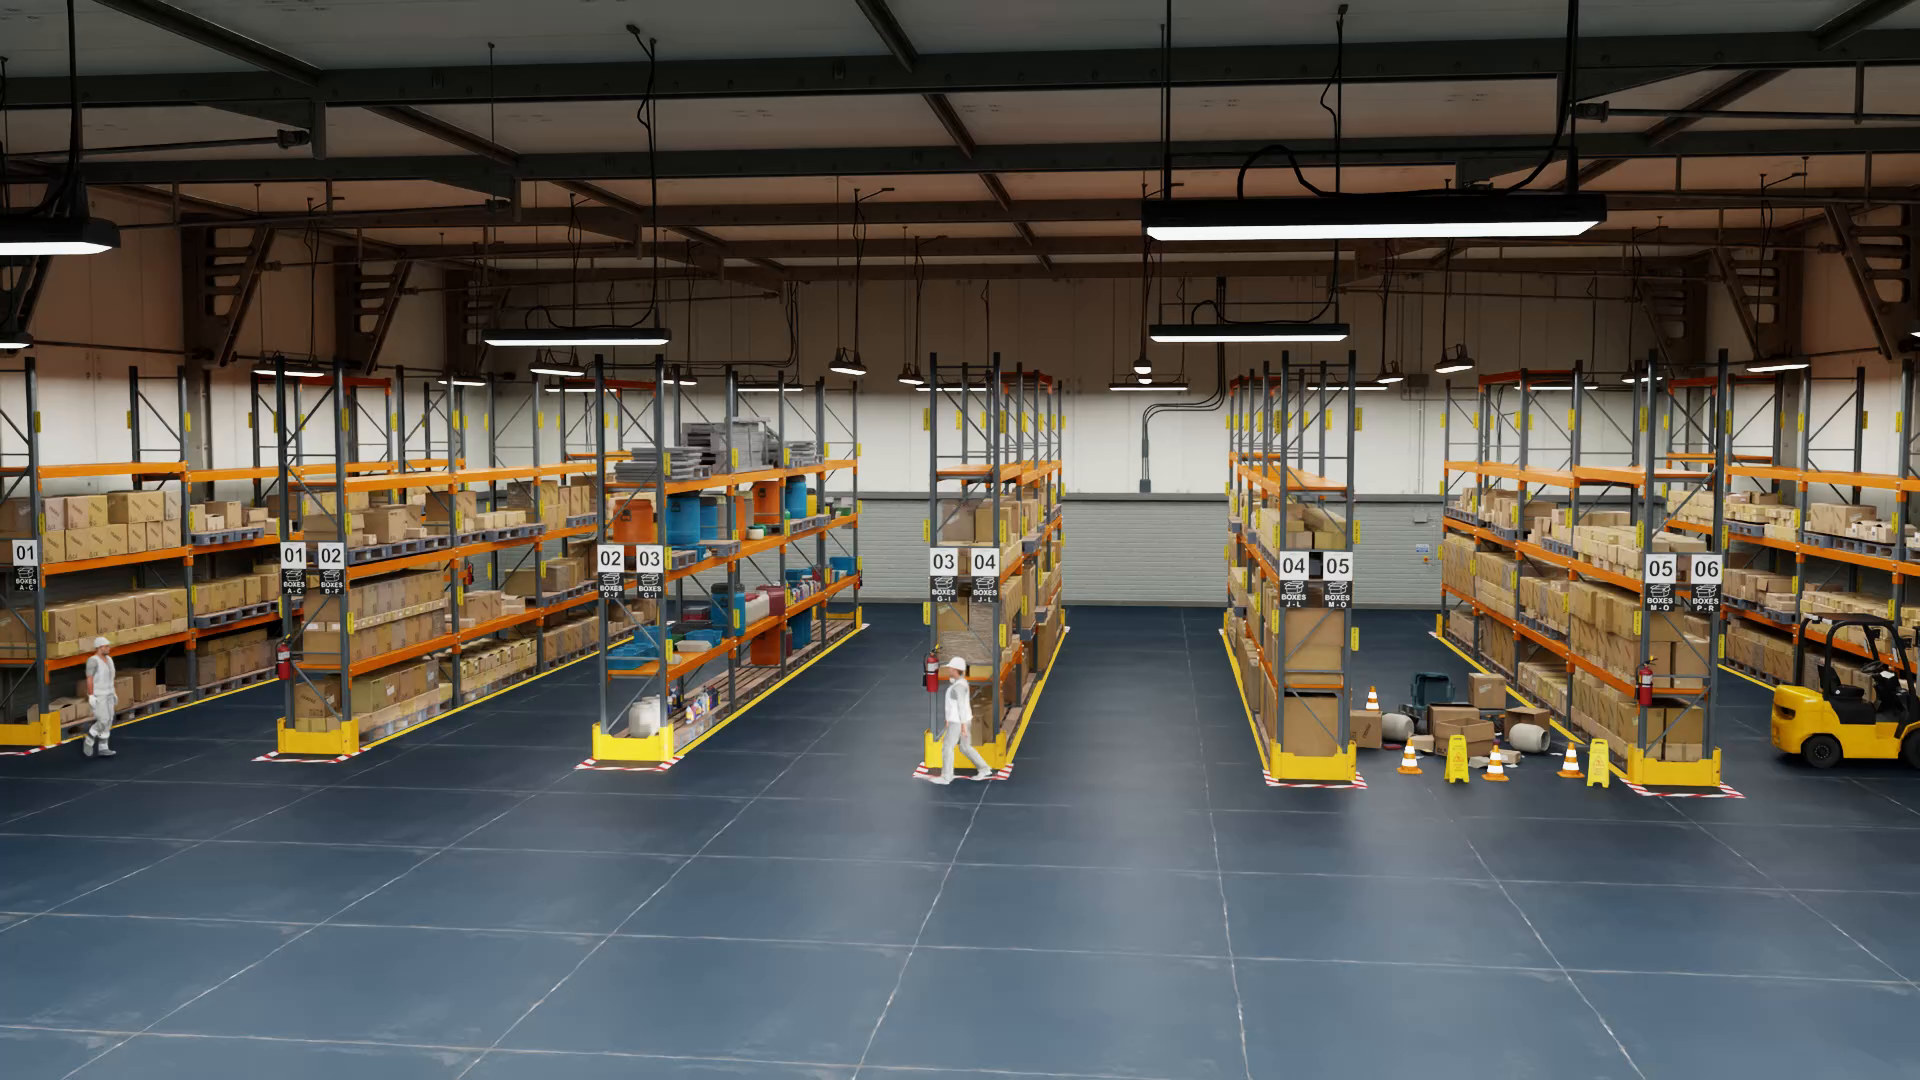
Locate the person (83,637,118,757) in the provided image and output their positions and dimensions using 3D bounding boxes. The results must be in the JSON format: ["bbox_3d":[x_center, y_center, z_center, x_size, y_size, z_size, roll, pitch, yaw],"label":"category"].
[{"bbox_3d":[-12.840,2.336,24.817,0.472,1.788,0.580,1,4,10],"label":"person"}]

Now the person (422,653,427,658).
[{"bbox_3d":[-11.112,1.786,33.926,0.432,1.612,1.082,0,4,4],"label":"person"}]

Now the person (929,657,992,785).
[{"bbox_3d":[0.010,2.502,23.049,0.820,1.763,0.542,1,4,9],"label":"person"}]
